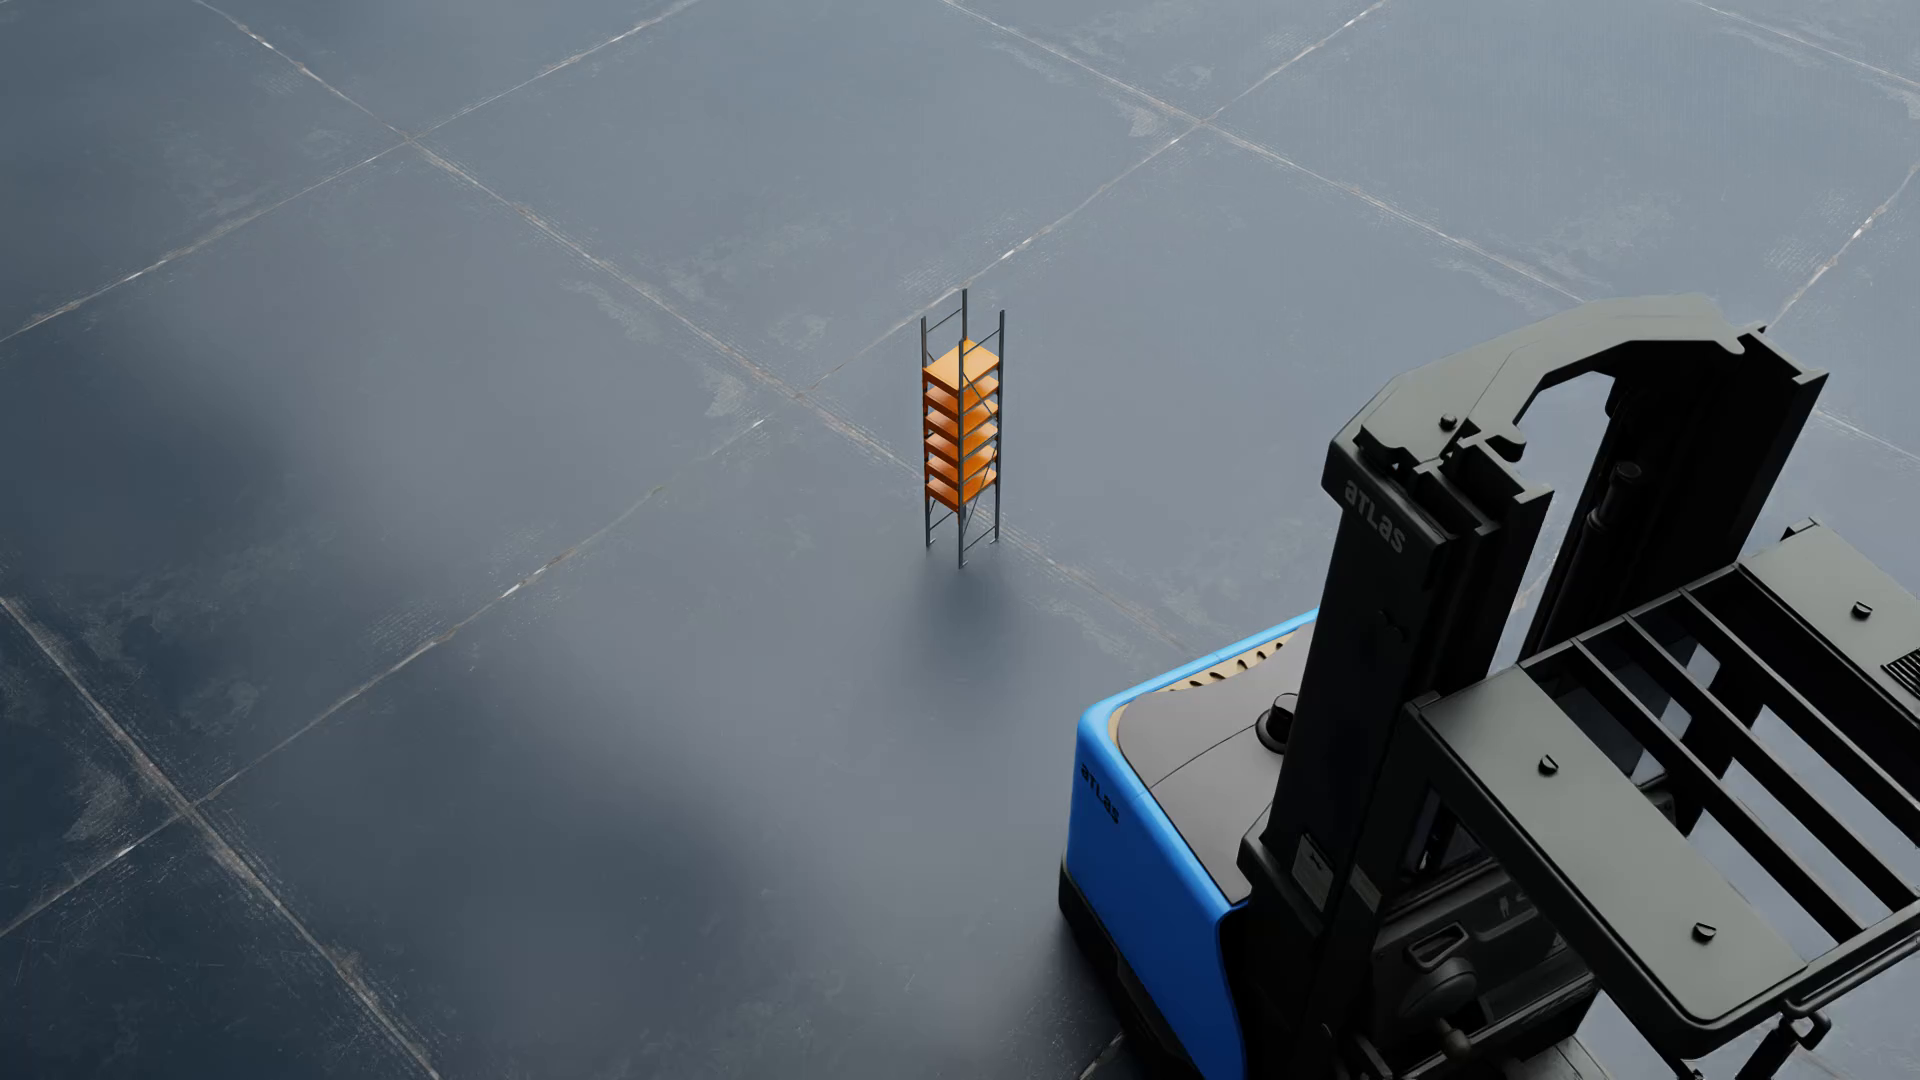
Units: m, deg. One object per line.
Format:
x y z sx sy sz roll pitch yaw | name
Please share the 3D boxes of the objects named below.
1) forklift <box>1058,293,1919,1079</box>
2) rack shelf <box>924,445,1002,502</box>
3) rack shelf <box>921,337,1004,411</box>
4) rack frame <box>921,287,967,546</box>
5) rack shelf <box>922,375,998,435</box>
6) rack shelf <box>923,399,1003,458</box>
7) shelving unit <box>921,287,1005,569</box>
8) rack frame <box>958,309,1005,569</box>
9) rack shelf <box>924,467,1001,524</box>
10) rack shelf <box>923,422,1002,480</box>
1.462 1.029 3.882 1.130 2.935 3.031 -21 50 -19 | forklift
0.011 -0.291 6.534 0.180 0.103 0.258 34 55 28 | rack shelf
0.011 -0.620 6.184 0.180 0.103 0.258 34 55 28 | rack shelf
-0.057 -0.449 6.457 0.006 1.200 0.240 34 55 28 | rack frame
0.011 -0.537 6.272 0.180 0.103 0.258 34 55 28 | rack shelf
0.011 -0.455 6.359 0.180 0.103 0.258 34 55 28 | rack shelf
0.011 -0.404 6.414 0.189 1.200 0.258 34 55 28 | shelving unit
0.078 -0.358 6.372 0.006 1.200 0.240 34 55 28 | rack frame
0.011 -0.209 6.622 0.180 0.103 0.258 34 55 28 | rack shelf
0.011 -0.373 6.447 0.180 0.103 0.258 34 55 28 | rack shelf
